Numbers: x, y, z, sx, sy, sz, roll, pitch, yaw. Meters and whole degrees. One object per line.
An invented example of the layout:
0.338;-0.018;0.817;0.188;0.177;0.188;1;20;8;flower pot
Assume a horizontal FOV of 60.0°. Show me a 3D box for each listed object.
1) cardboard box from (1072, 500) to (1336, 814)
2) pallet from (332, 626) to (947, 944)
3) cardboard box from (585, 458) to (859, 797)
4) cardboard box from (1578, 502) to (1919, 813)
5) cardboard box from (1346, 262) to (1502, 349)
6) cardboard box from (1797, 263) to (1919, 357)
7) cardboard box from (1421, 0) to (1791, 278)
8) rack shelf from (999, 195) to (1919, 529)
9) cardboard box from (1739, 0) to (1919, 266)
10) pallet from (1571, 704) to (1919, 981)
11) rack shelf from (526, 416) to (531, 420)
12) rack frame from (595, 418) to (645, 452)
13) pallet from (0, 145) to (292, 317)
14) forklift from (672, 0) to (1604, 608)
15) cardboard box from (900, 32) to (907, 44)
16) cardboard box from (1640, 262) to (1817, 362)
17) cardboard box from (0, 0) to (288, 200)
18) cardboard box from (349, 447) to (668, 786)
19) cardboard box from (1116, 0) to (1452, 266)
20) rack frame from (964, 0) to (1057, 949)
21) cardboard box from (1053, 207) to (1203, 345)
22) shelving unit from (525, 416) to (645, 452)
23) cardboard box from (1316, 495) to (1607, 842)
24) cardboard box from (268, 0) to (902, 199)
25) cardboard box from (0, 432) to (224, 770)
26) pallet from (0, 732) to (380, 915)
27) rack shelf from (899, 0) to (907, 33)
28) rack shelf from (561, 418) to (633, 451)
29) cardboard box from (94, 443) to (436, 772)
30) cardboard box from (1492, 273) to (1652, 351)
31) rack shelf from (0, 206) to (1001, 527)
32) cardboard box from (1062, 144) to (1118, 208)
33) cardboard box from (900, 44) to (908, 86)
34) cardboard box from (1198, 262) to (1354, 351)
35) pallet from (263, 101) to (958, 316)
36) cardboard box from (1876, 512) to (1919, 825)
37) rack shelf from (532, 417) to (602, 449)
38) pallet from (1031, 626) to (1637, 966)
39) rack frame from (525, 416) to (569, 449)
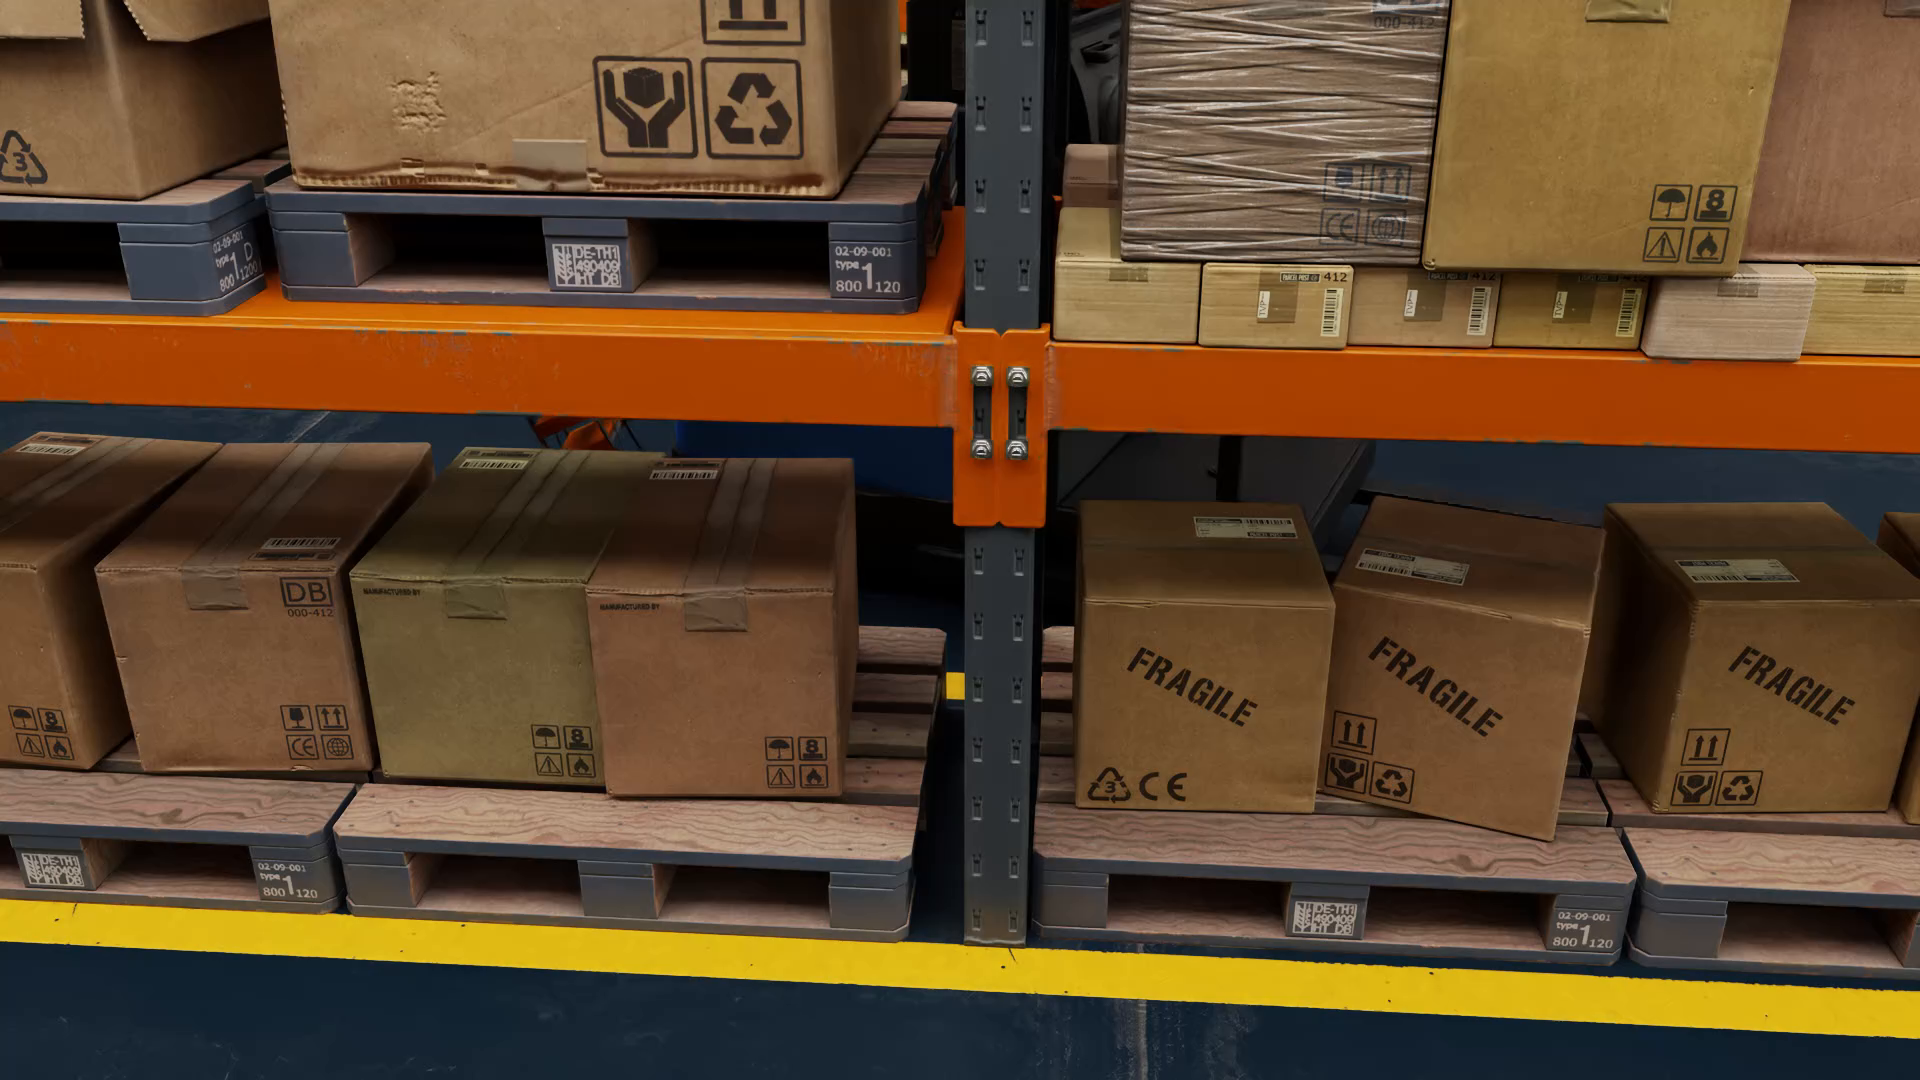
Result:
0.505;0.243;3.622;0.500;0.500;0.500;1;25;2;cardboard box
-0.667;0.511;3.887;1.213;0.211;1.003;2;25;4;pallet
-0.501;0.176;3.744;0.500;0.500;0.700;0;25;0;cardboard box
1.702;0.245;3.617;0.500;0.500;0.500;0;25;-1;cardboard box
0.800;-0.475;2.995;0.250;0.149;0.380;2;25;4;cardboard box
1.549;-0.455;2.952;0.250;0.149;0.380;2;25;4;cardboard box
1.049;-0.841;3.014;0.500;0.500;0.875;2;25;4;cardboard box
2.103;-0.341;3.263;4.000;0.370;1.077;2;25;4;rack shelf
1.555;-0.867;3.071;0.500;0.500;0.875;2;25;4;cardboard box
2.001;0.580;3.737;1.213;0.211;1.003;2;25;4;pallet
-1.214;-0.480;4.983;0.180;0.103;0.258;-22;23;9;rack shelf
-1.149;-0.551;4.951;0.006;1.200;0.240;-22;23;9;rack frame
-1.902;-0.726;3.469;1.213;0.211;1.003;2;25;4;pallet
0.670;-1.262;4.486;3.031;2.935;1.130;11;27;22;forklift
-0.372;-3.896;12.770;0.625;0.372;0.950;3;25;7;cardboard box
1.296;-0.446;2.932;0.250;0.149;0.380;2;25;4;cardboard box
-1.626;-0.986;3.179;0.637;0.503;0.797;4;25;9;cardboard box
-0.975;0.152;3.794;0.500;0.500;0.700;2;25;4;cardboard box
0.553;-0.872;3.081;0.500;0.500;0.875;2;25;4;cardboard box
0.109;-0.732;3.251;0.127;3.000;1.000;2;25;4;rack frame
0.301;-0.485;3.016;0.250;0.149;0.380;2;25;4;cardboard box
-1.232;-0.517;4.965;0.189;1.200;0.258;-22;23;9;shelving unit
1.077;0.258;3.589;0.500;0.500;0.500;10;27;21;cardboard box
-0.672;-1.279;3.220;1.000;1.000;1.000;2;25;4;cardboard box
-2.090;0.117;3.871;0.500;0.500;0.700;4;25;8;cardboard box
-1.887;0.473;3.970;1.213;0.211;1.003;2;25;4;pallet
-1.404;-2.533;8.026;4.000;0.370;1.077;2;25;4;rack shelf
-1.116;-0.282;5.076;0.180;0.103;0.258;-22;23;9;rack shelf
-1.533;0.135;3.833;0.500;0.500;0.700;0;25;-1;cardboard box
1.050;-0.471;2.986;0.250;0.149;0.380;2;25;4;cardboard box
-1.885;-0.469;3.541;4.000;0.370;1.077;2;25;4;rack shelf
0.346;-0.733;3.555;0.250;0.149;0.380;2;25;4;cardboard box
-0.036;-1.947;8.081;0.750;0.750;1.050;2;25;4;cardboard box
0.549;-0.472;2.987;0.250;0.149;0.380;2;25;4;cardboard box
-0.642;-0.729;3.476;1.213;0.211;1.003;2;25;4;pallet
2.255;0.282;3.538;0.500;0.500;0.500;4;25;9;cardboard box
-1.165;-0.381;5.029;0.180;0.103;0.258;-22;23;9;rack shelf
0.782;0.542;3.820;1.213;0.211;1.003;2;25;4;pallet
-1.316;-0.482;4.980;0.006;1.200;0.240;-22;23;9;rack frame
